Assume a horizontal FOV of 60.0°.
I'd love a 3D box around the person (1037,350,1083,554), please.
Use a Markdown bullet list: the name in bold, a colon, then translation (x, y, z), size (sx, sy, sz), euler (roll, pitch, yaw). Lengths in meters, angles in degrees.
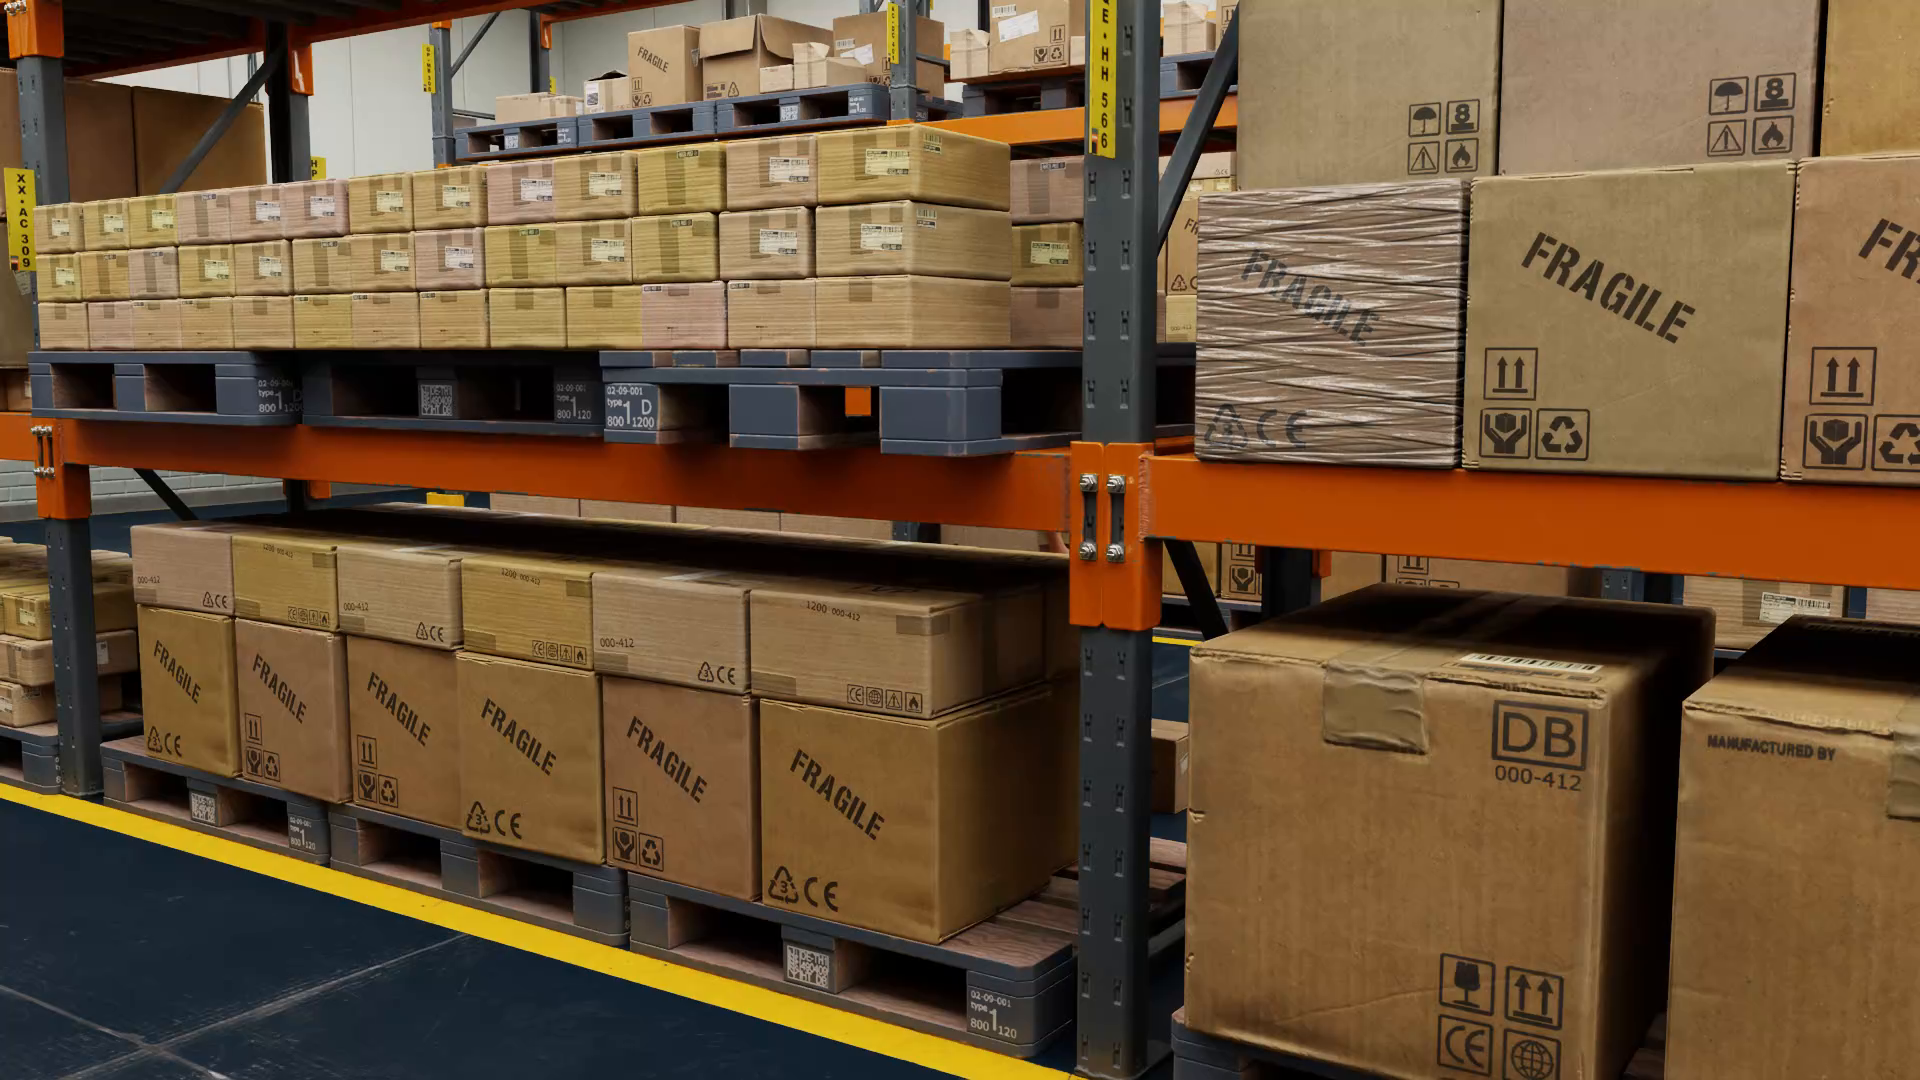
- **person**: translation (0.456, 0.047, 5.649), size (0.347, 1.651, 0.496), euler (4, 8, 33)
